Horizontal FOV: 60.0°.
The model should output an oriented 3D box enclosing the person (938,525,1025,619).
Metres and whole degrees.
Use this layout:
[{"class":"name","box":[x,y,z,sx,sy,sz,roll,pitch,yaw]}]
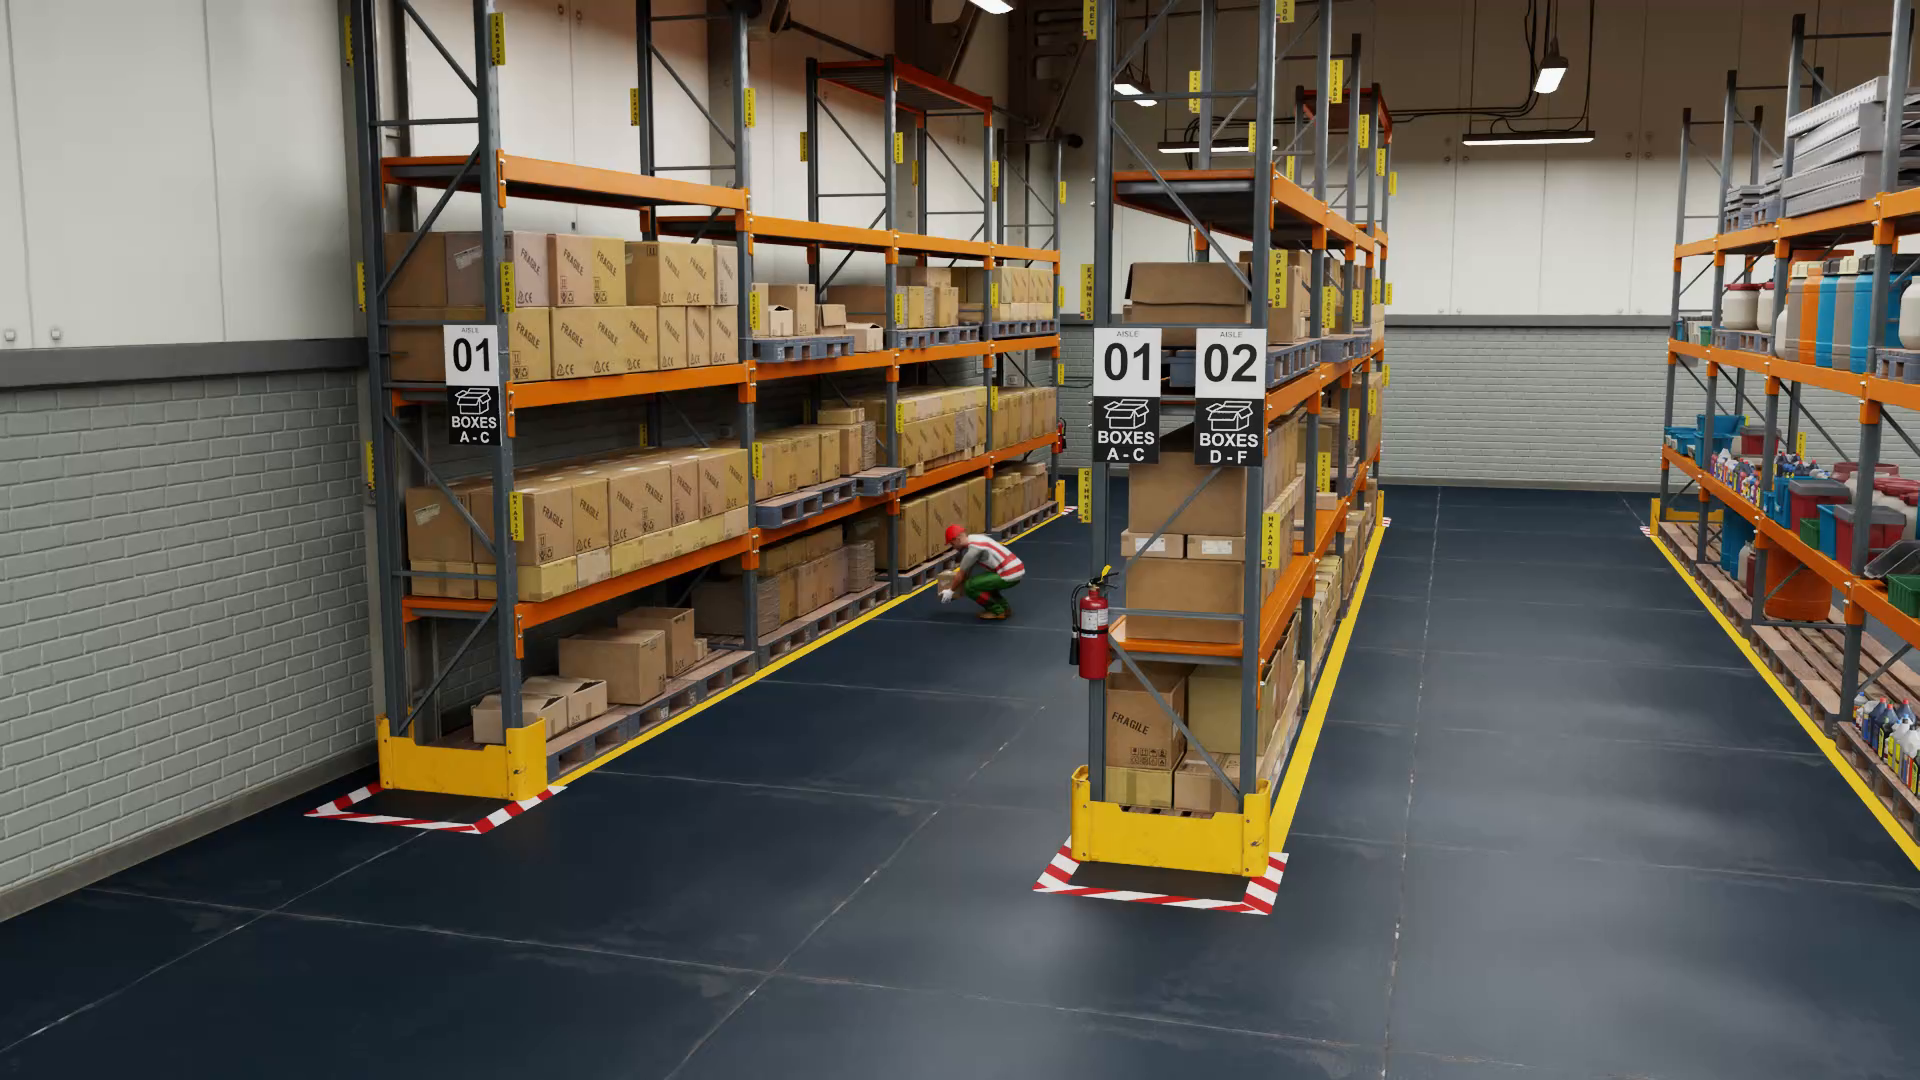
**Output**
[{"class":"person","box":[0.234,0.331,17.765,0.902,0.994,0.544,2,9,15]}]
